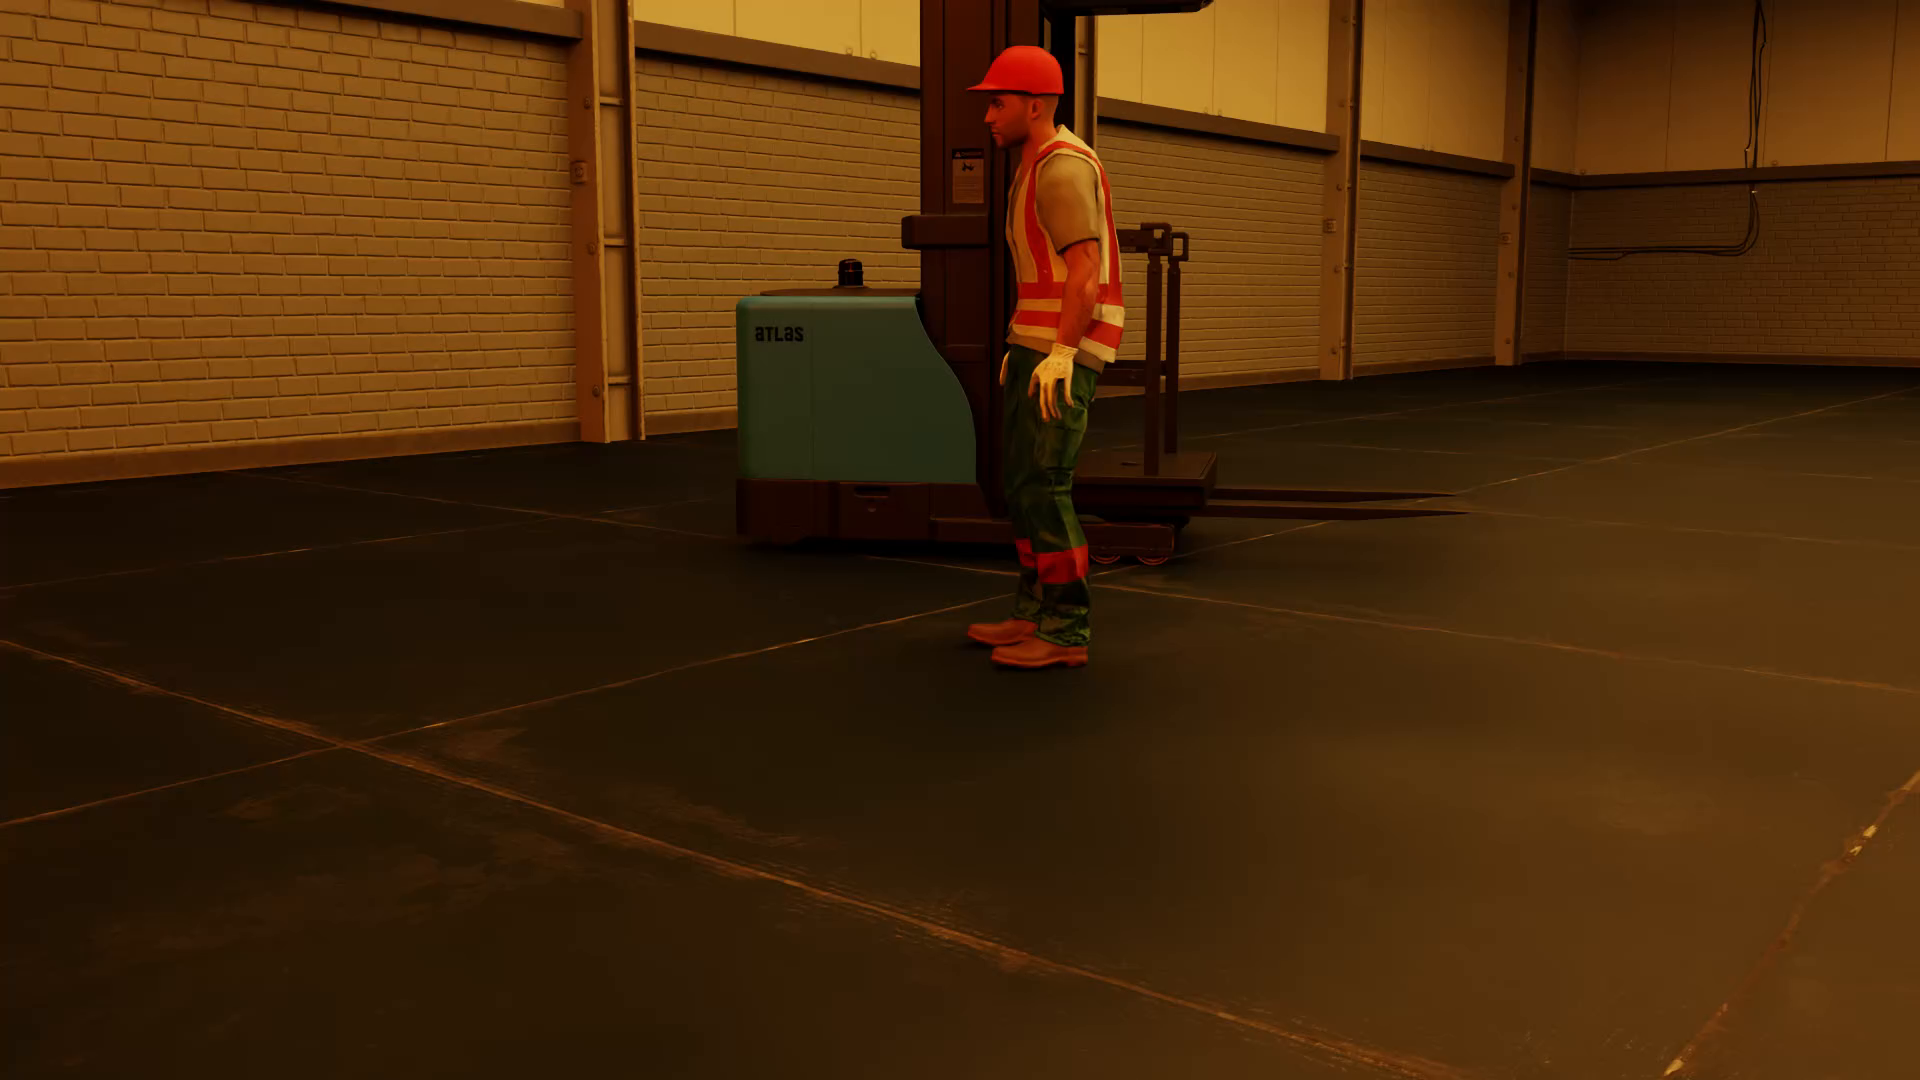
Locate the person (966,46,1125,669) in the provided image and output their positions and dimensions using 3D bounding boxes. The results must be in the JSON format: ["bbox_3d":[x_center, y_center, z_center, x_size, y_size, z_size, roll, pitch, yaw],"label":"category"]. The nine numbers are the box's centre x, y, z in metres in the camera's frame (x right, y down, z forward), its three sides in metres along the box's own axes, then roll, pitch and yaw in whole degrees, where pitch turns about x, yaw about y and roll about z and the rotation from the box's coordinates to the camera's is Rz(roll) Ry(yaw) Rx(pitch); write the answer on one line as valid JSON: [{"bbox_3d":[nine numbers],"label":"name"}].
[{"bbox_3d":[0.236,-0.526,4.875,0.451,1.777,0.620,-1,8,-8],"label":"person"}]

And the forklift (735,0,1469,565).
[{"bbox_3d":[0.611,-1.432,7.068,3.031,2.935,1.130,2,8,12],"label":"forklift"}]
